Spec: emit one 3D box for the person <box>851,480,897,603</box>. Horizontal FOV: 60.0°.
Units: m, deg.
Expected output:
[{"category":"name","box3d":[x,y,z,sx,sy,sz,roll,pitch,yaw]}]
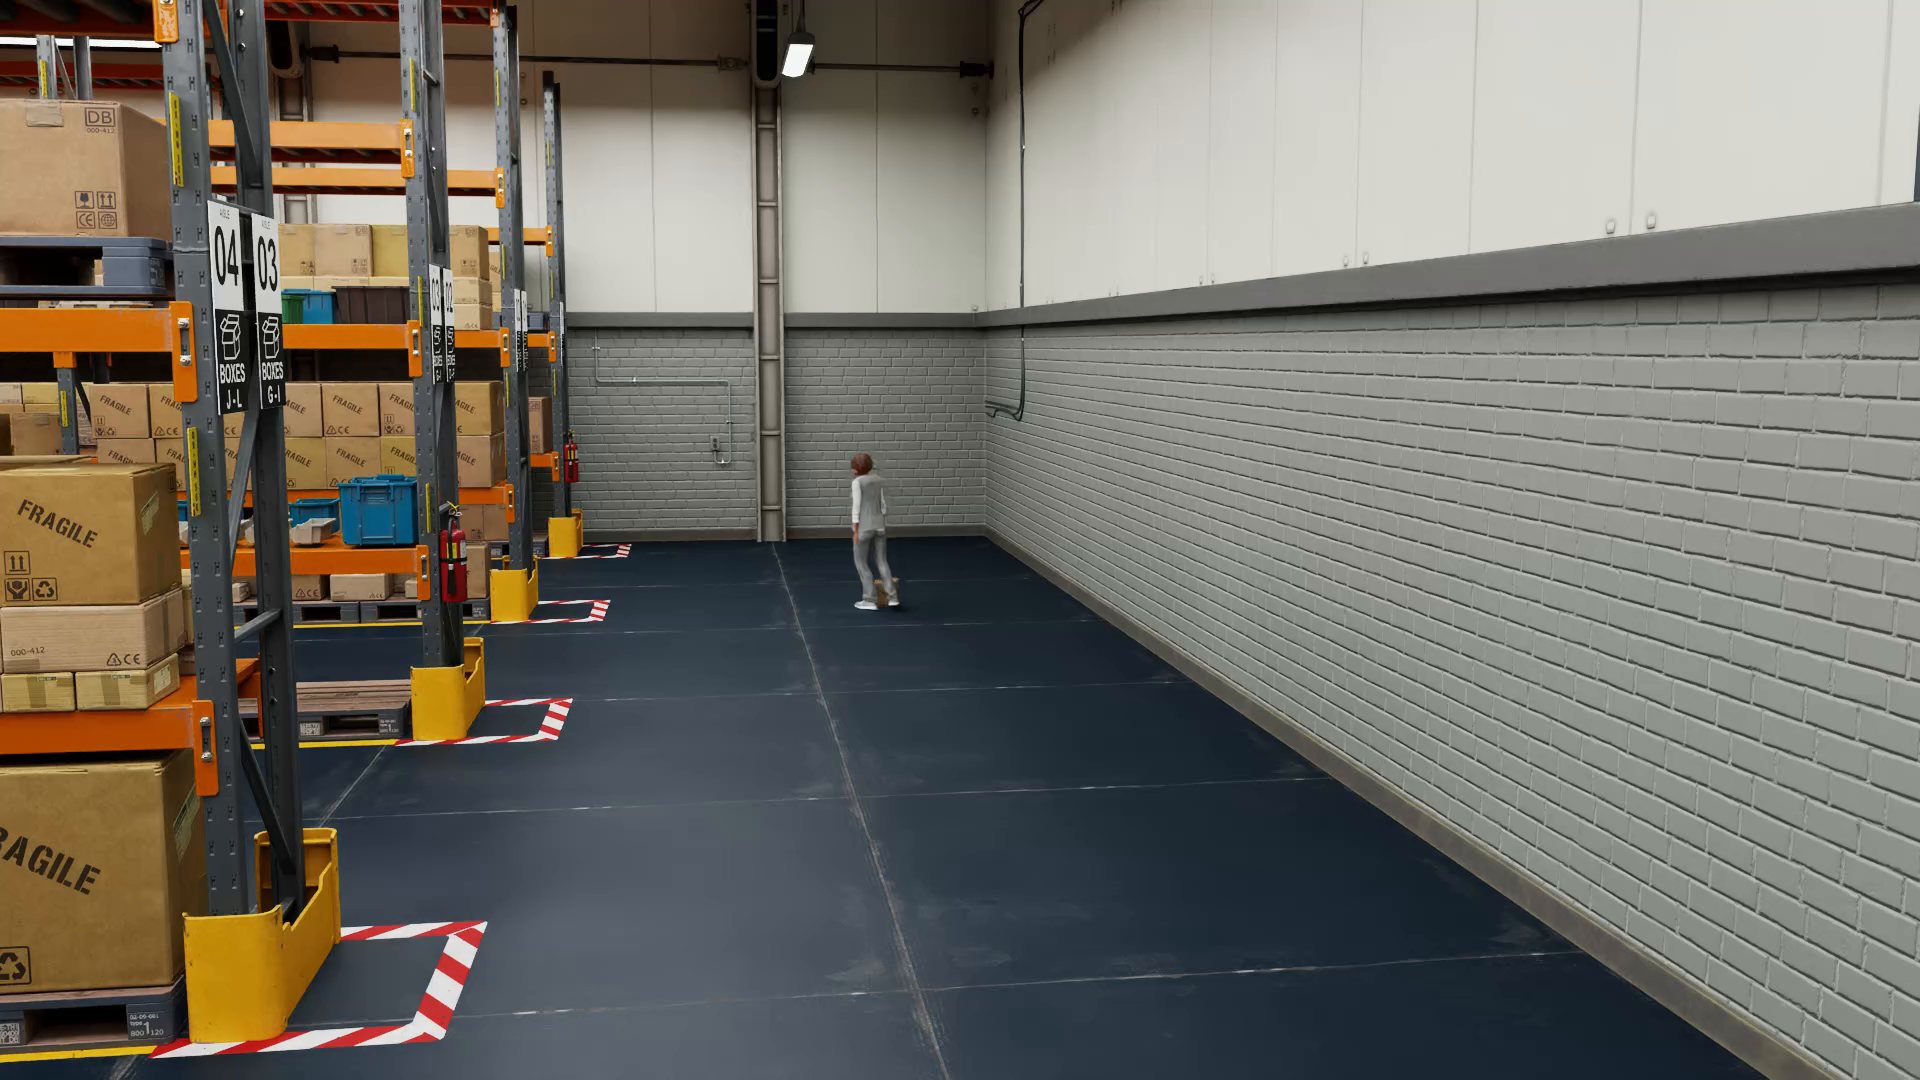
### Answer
[{"category":"person","box3d":[-0.870,0.004,16.712,0.436,1.285,0.488,-6,9,-43]}]
